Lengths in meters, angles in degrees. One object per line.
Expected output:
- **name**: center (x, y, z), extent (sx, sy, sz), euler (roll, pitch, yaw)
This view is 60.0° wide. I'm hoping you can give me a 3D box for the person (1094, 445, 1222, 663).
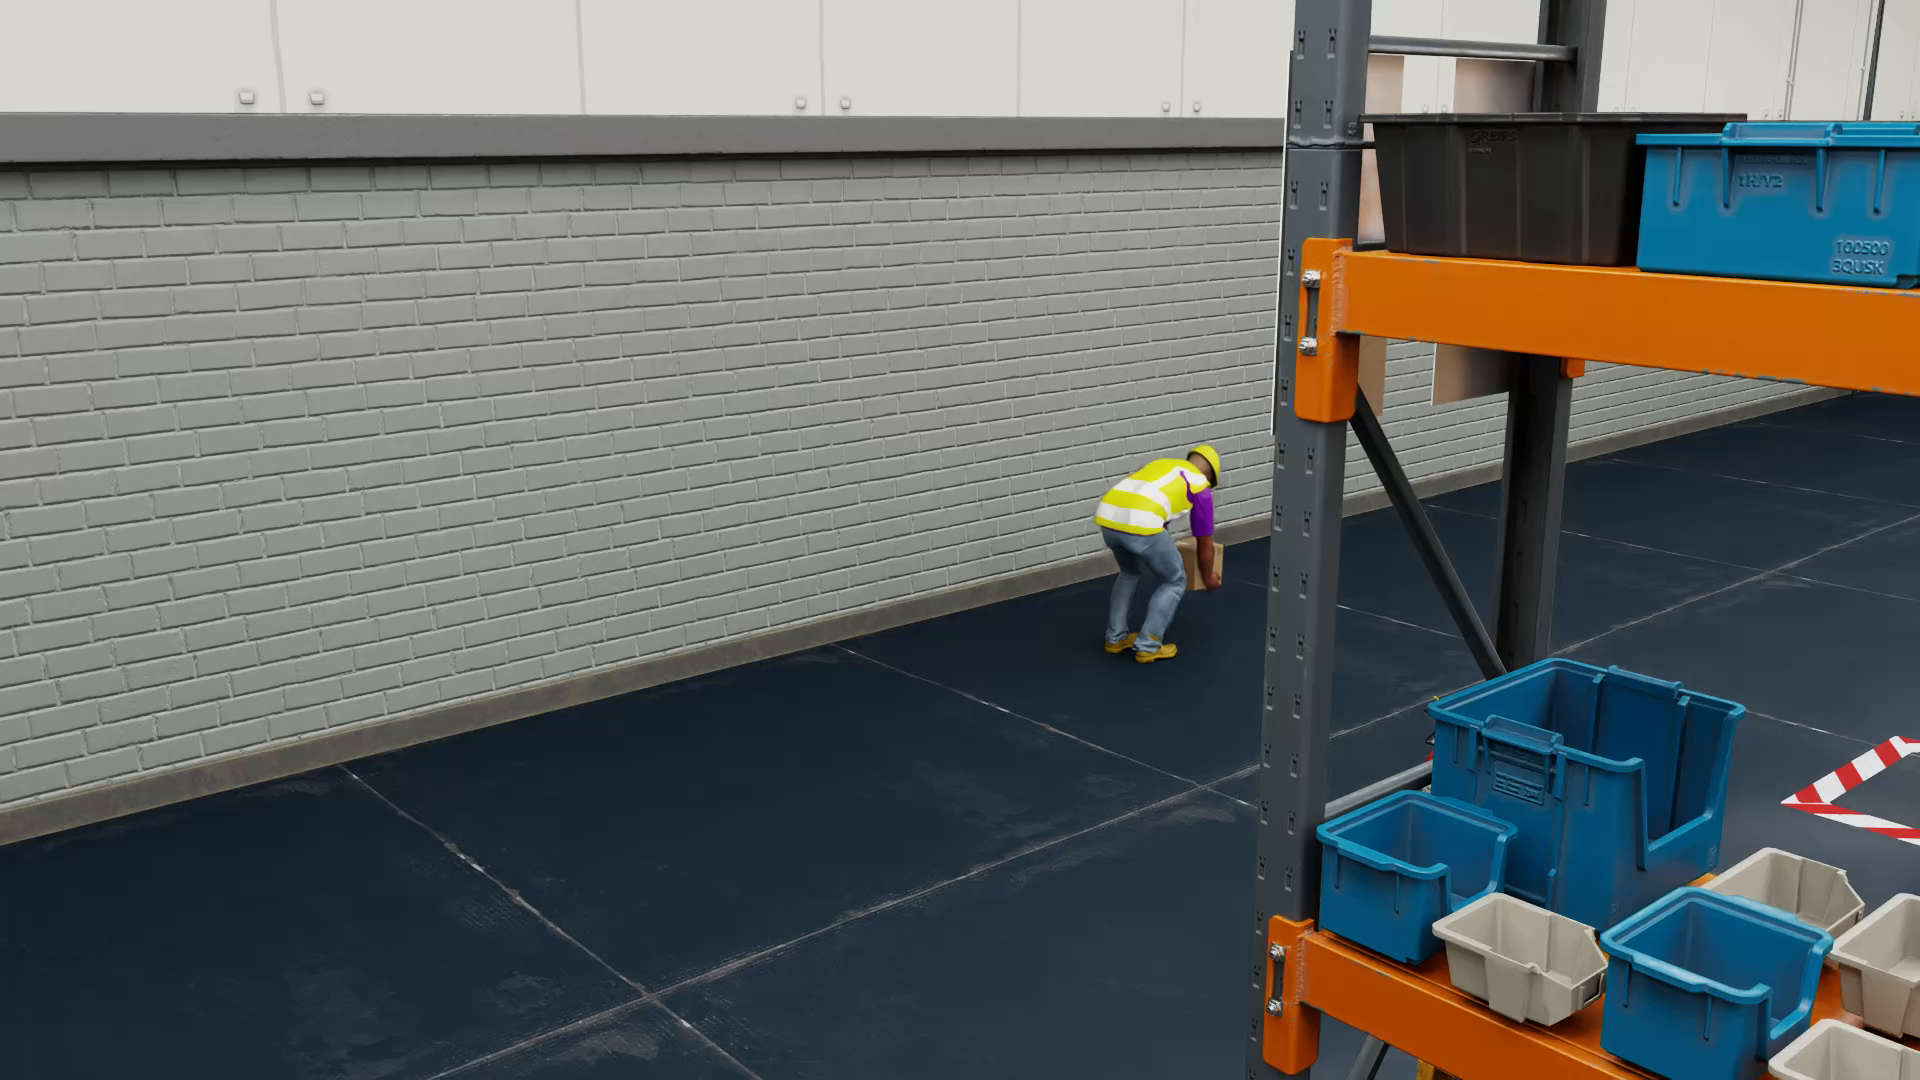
- **person**: center (1.203, 0.064, 9.890), extent (0.954, 1.185, 0.501), euler (-13, 19, -42)
